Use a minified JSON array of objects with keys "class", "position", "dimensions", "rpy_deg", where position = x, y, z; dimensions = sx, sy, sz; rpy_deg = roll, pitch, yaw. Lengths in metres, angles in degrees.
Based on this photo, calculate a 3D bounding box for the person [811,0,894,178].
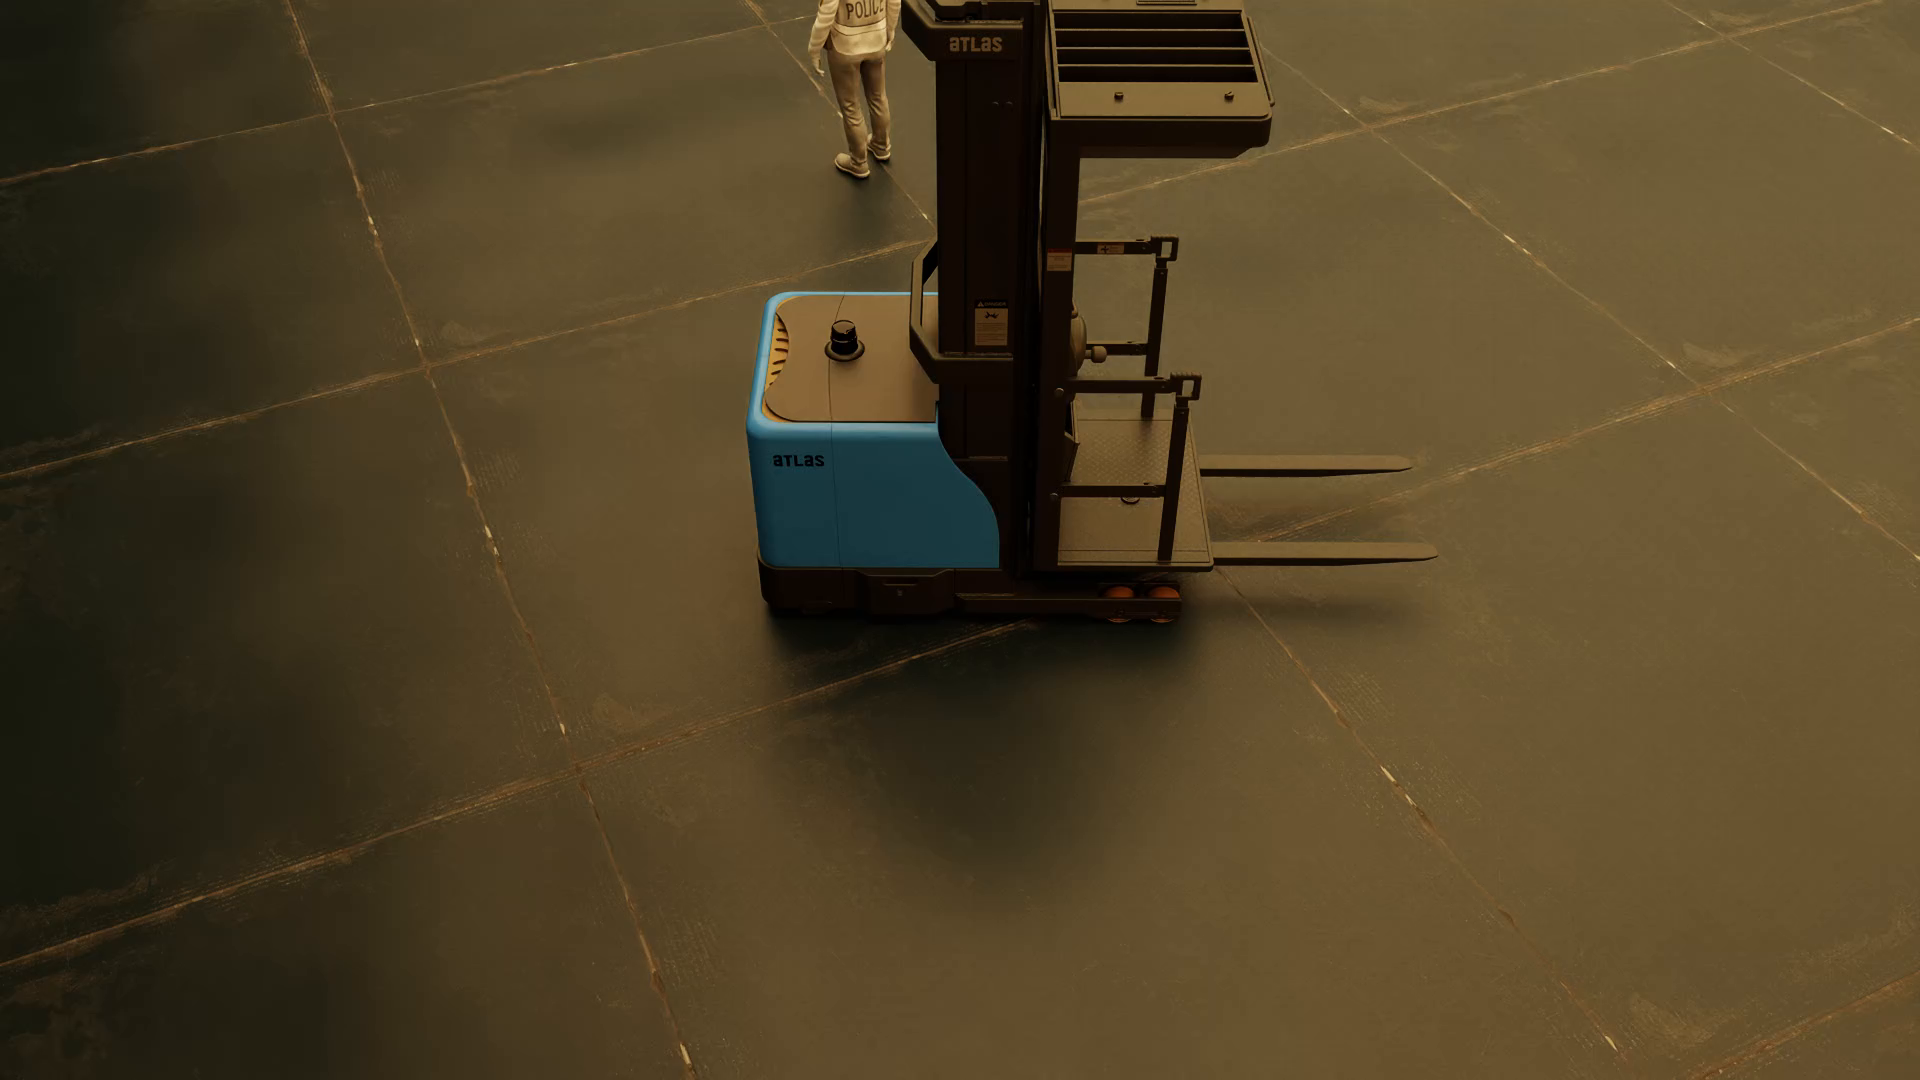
[{"class":"person","position":[-0.641,-2.908,9.723],"dimensions":[0.570,1.654,0.488],"rpy_deg":[-23,48,-23]}]

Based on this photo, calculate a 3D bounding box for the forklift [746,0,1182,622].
[{"class":"forklift","position":[0.079,-1.048,6.850],"dimensions":[1.939,2.867,1.129],"rpy_deg":[0,43,0]}]
